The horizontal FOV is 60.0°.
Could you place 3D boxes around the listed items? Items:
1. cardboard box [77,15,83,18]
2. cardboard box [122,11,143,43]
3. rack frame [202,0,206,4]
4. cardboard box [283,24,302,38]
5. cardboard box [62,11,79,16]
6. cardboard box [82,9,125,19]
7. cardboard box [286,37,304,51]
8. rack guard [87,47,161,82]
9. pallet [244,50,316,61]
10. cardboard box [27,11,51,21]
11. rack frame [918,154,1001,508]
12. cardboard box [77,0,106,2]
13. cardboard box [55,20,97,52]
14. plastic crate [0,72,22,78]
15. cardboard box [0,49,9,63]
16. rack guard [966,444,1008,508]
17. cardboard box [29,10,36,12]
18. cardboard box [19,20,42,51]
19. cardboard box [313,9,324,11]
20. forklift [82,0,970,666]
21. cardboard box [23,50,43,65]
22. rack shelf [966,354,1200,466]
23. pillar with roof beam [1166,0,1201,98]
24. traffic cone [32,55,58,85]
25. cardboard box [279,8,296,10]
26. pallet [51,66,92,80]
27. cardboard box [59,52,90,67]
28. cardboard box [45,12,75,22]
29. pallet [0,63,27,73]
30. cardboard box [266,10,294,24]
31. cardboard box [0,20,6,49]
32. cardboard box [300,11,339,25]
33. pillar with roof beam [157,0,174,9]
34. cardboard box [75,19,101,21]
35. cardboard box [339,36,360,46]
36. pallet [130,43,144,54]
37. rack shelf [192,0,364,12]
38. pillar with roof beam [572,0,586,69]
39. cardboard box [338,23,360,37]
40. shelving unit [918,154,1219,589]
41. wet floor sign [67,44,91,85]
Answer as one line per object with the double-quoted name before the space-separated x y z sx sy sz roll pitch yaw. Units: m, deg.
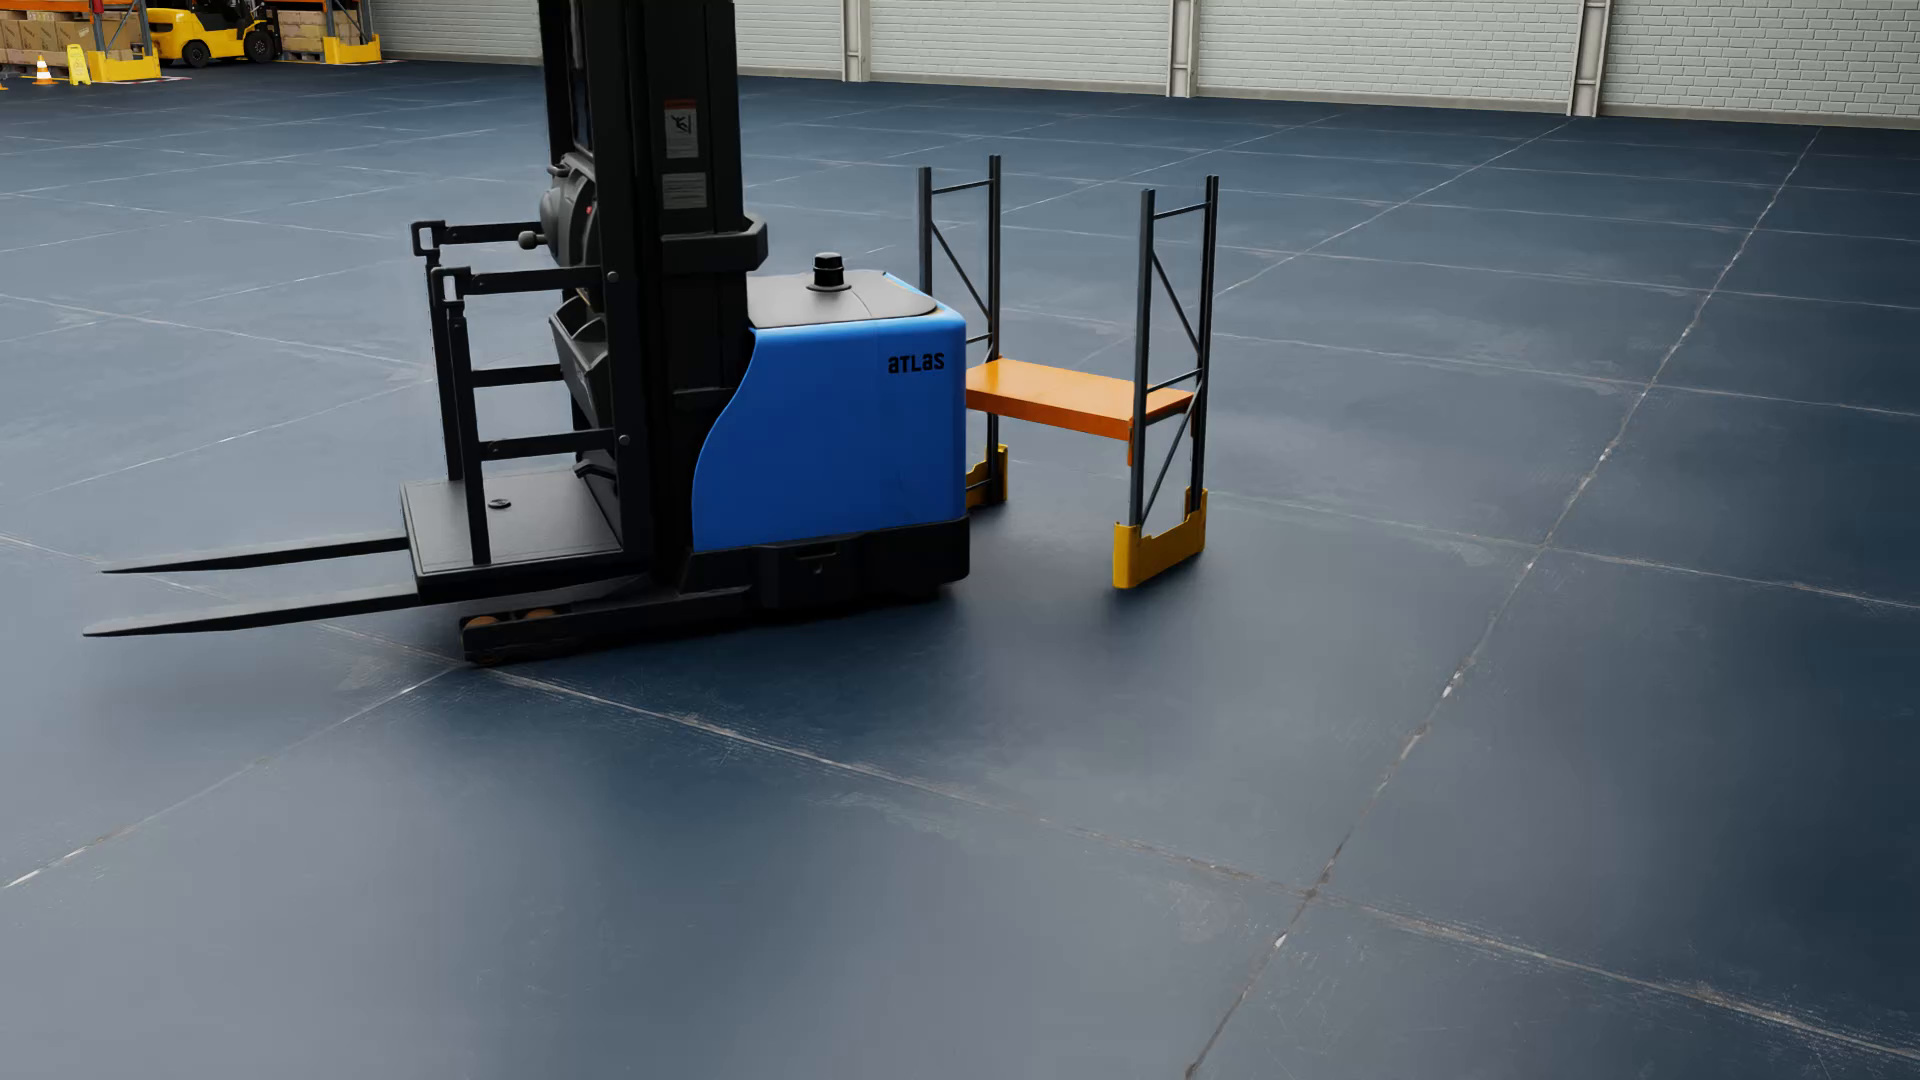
"cardboard box" -19.550 -11.301 36.671 0.500 0.500 0.500 12 23 29
"cardboard box" -17.376 -11.027 35.733 0.625 0.625 0.875 10 22 25
"rack frame" -15.584 -11.607 34.465 0.127 3.000 1.000 11 23 27
"cardboard box" -13.102 -10.156 33.148 0.500 0.250 0.500 11 22 27
"cardboard box" -19.631 -11.606 36.561 0.250 0.149 0.380 10 22 25
"cardboard box" -18.538 -11.246 36.335 0.625 0.625 0.875 12 23 29
"cardboard box" -13.086 -9.916 33.220 0.500 0.250 0.500 11 23 27
"rack guard" -14.576 -8.301 29.017 0.348 0.500 1.175 11 23 27
"pallet" -13.841 -9.949 33.983 1.213 0.211 1.003 11 23 27
"cardboard box" -16.136 -9.210 29.221 0.250 0.149 0.380 12 23 30
"rack frame" 0.003 -0.811 6.901 0.032 1.500 0.500 15 25 35
"cardboard box" -14.940 -9.344 28.594 0.250 0.149 0.380 12 23 29
"cardboard box" -15.336 -8.777 28.978 0.500 0.500 0.500 11 23 28
"plastic crate" -17.031 -8.251 29.495 0.583 0.080 0.402 3 20 9
"cardboard box" -17.147 -8.770 30.059 0.500 0.250 0.500 12 23 30
"rack guard" 0.004 -0.223 7.113 0.087 0.250 0.587 15 25 35
"cardboard box" -20.519 -11.798 37.090 0.250 0.149 0.380 10 22 26
"cardboard box" -16.230 -8.948 29.452 0.500 0.500 0.500 10 22 26
"cardboard box" -12.857 -10.535 33.460 0.500 0.250 0.500 11 23 27
"forklift" -1.535 -1.151 5.739 3.031 2.935 1.130 -7 21 -19
"cardboard box" -16.254 -8.597 29.582 0.500 0.250 0.500 10 22 25
"rack shelf" 0.405 -0.535 6.669 1.000 0.185 0.538 15 25 35
"pillar with roof beam" 1.355 -9.871 20.882 0.400 9.000 9.100 11 23 27
"traffic cone" -15.514 -7.959 28.127 0.334 0.463 0.336 11 23 27
"cardboard box" -13.733 -10.709 33.938 0.500 0.250 0.500 10 22 26
"pallet" -15.268 -8.311 29.467 1.213 0.211 1.003 11 23 27
"cardboard box" -15.367 -8.427 29.114 0.500 0.250 0.500 11 23 27
"cardboard box" -15.689 -9.123 28.981 0.250 0.149 0.380 12 23 29
"pallet" -17.398 -8.717 30.586 1.213 0.211 1.003 11 23 27
"cardboard box" -13.540 -10.465 33.265 0.500 0.250 0.500 11 23 28
"cardboard box" -17.145 -9.122 29.931 0.500 0.500 0.500 12 23 29
"cardboard box" -12.646 -10.301 32.813 0.500 0.250 0.500 12 23 29
"pillar with roof beam" -19.598 -13.862 31.885 0.400 9.000 9.100 11 23 27
"cardboard box" -15.558 -9.027 29.668 0.500 0.500 0.500 10 22 25
"cardboard box" -12.425 -9.987 33.414 0.500 0.250 0.500 11 23 28
"pallet" -17.315 -10.610 35.804 1.213 0.211 1.003 11 23 27
"rack shelf" -13.838 -10.936 33.671 4.000 0.370 1.077 11 23 27
"pillar with roof beam" -9.122 -11.867 26.383 0.400 9.000 9.100 11 23 27
"cardboard box" -12.401 -10.222 33.329 0.500 0.250 0.500 11 23 28
"shelving unit" 0.397 -0.706 6.613 1.083 1.500 0.587 15 25 35
"wet floor sign" -14.865 -8.007 27.992 0.267 0.644 0.232 -16 26 -38
